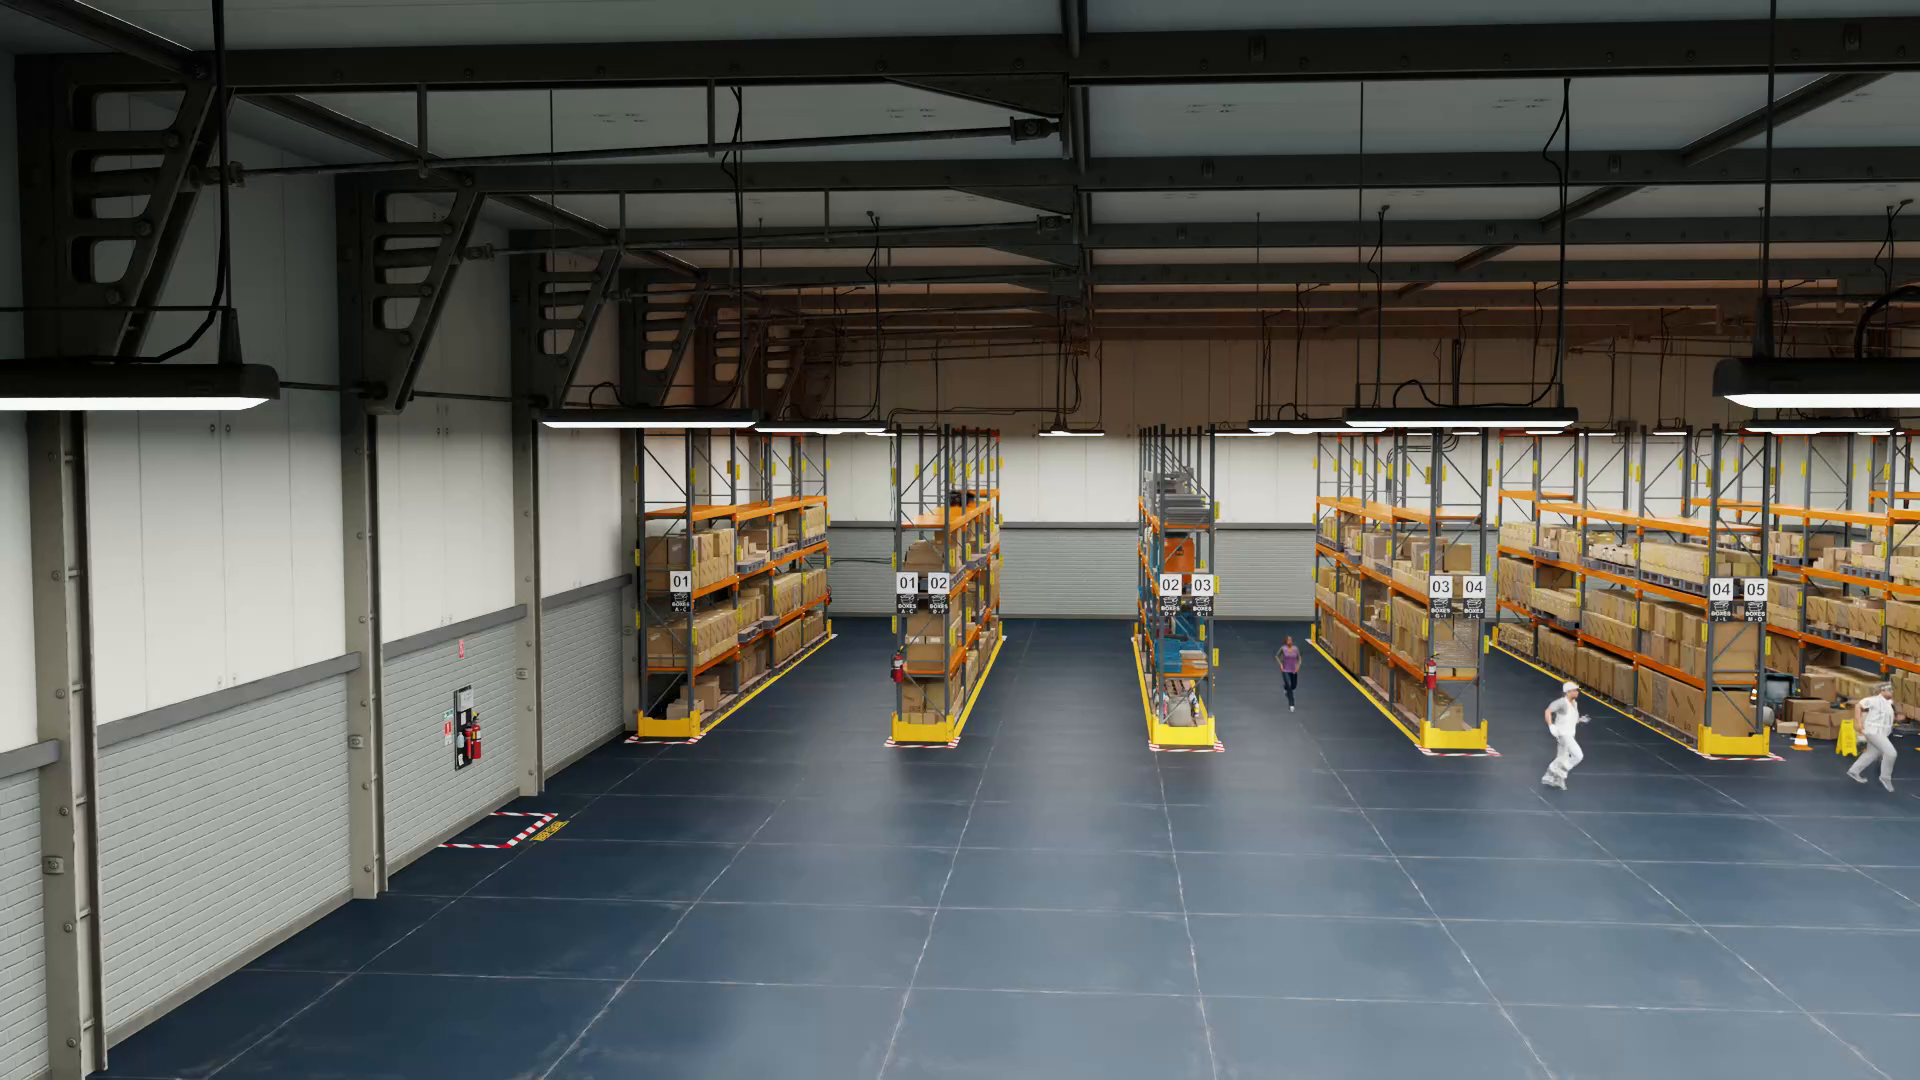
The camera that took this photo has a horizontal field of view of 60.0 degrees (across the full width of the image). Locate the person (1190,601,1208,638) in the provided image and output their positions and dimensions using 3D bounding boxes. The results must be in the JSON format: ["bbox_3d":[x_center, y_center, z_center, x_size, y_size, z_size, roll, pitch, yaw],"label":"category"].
[{"bbox_3d":[6.713,2.056,47.830,0.781,1.572,0.569,2,4,26],"label":"person"}]

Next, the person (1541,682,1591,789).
[{"bbox_3d":[9.874,3.183,27.089,0.735,1.750,0.647,3,4,38],"label":"person"}]

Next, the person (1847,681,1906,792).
[{"bbox_3d":[15.002,3.196,27.247,0.686,1.825,0.875,-3,4,-38],"label":"person"}]

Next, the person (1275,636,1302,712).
[{"bbox_3d":[6.989,2.812,35.343,0.520,1.579,0.926,0,4,-7],"label":"person"}]
